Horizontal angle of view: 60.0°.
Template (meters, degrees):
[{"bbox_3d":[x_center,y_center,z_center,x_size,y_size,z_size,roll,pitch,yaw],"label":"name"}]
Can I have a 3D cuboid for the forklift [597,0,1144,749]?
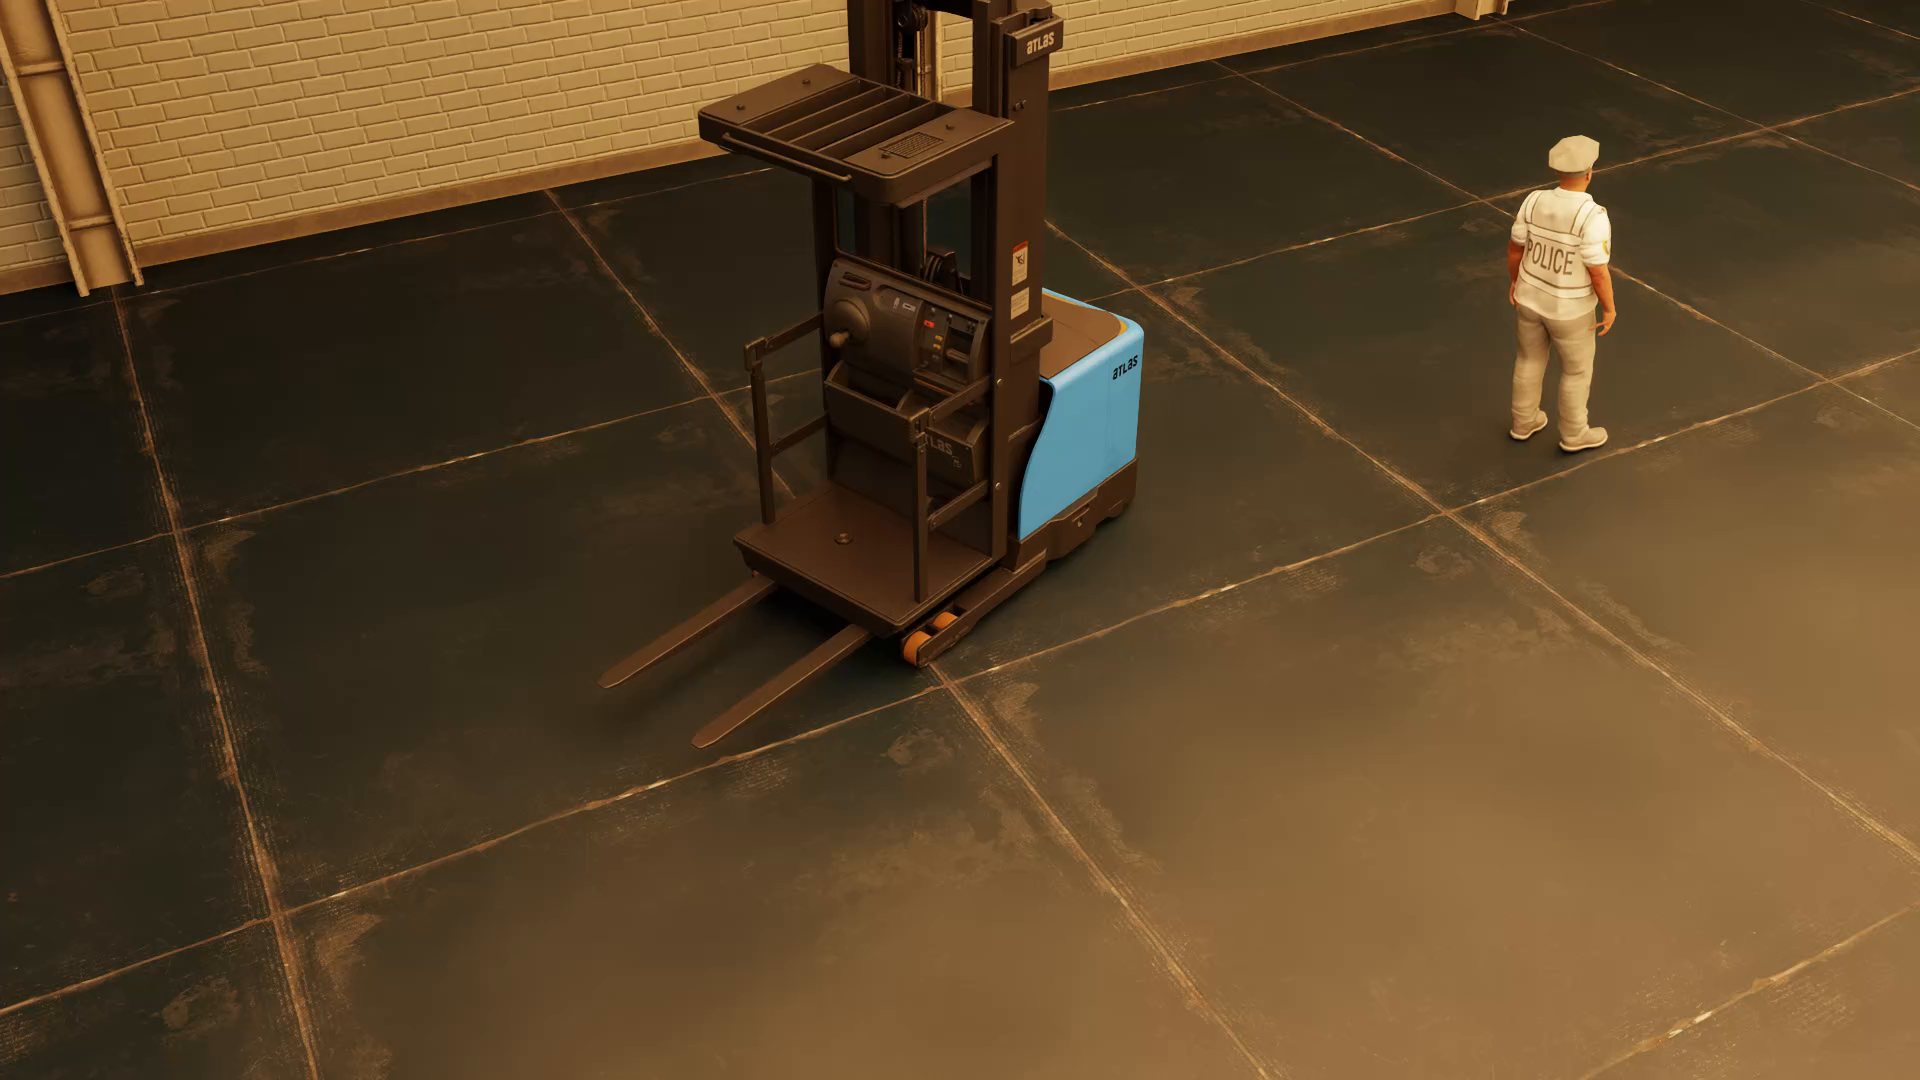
[{"bbox_3d":[-0.390,-0.927,7.434,1.130,2.935,3.031,26,43,31],"label":"forklift"}]

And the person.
[{"bbox_3d":[3.282,-1.330,8.990,0.575,1.778,0.639,-25,43,-31],"label":"person"}]
